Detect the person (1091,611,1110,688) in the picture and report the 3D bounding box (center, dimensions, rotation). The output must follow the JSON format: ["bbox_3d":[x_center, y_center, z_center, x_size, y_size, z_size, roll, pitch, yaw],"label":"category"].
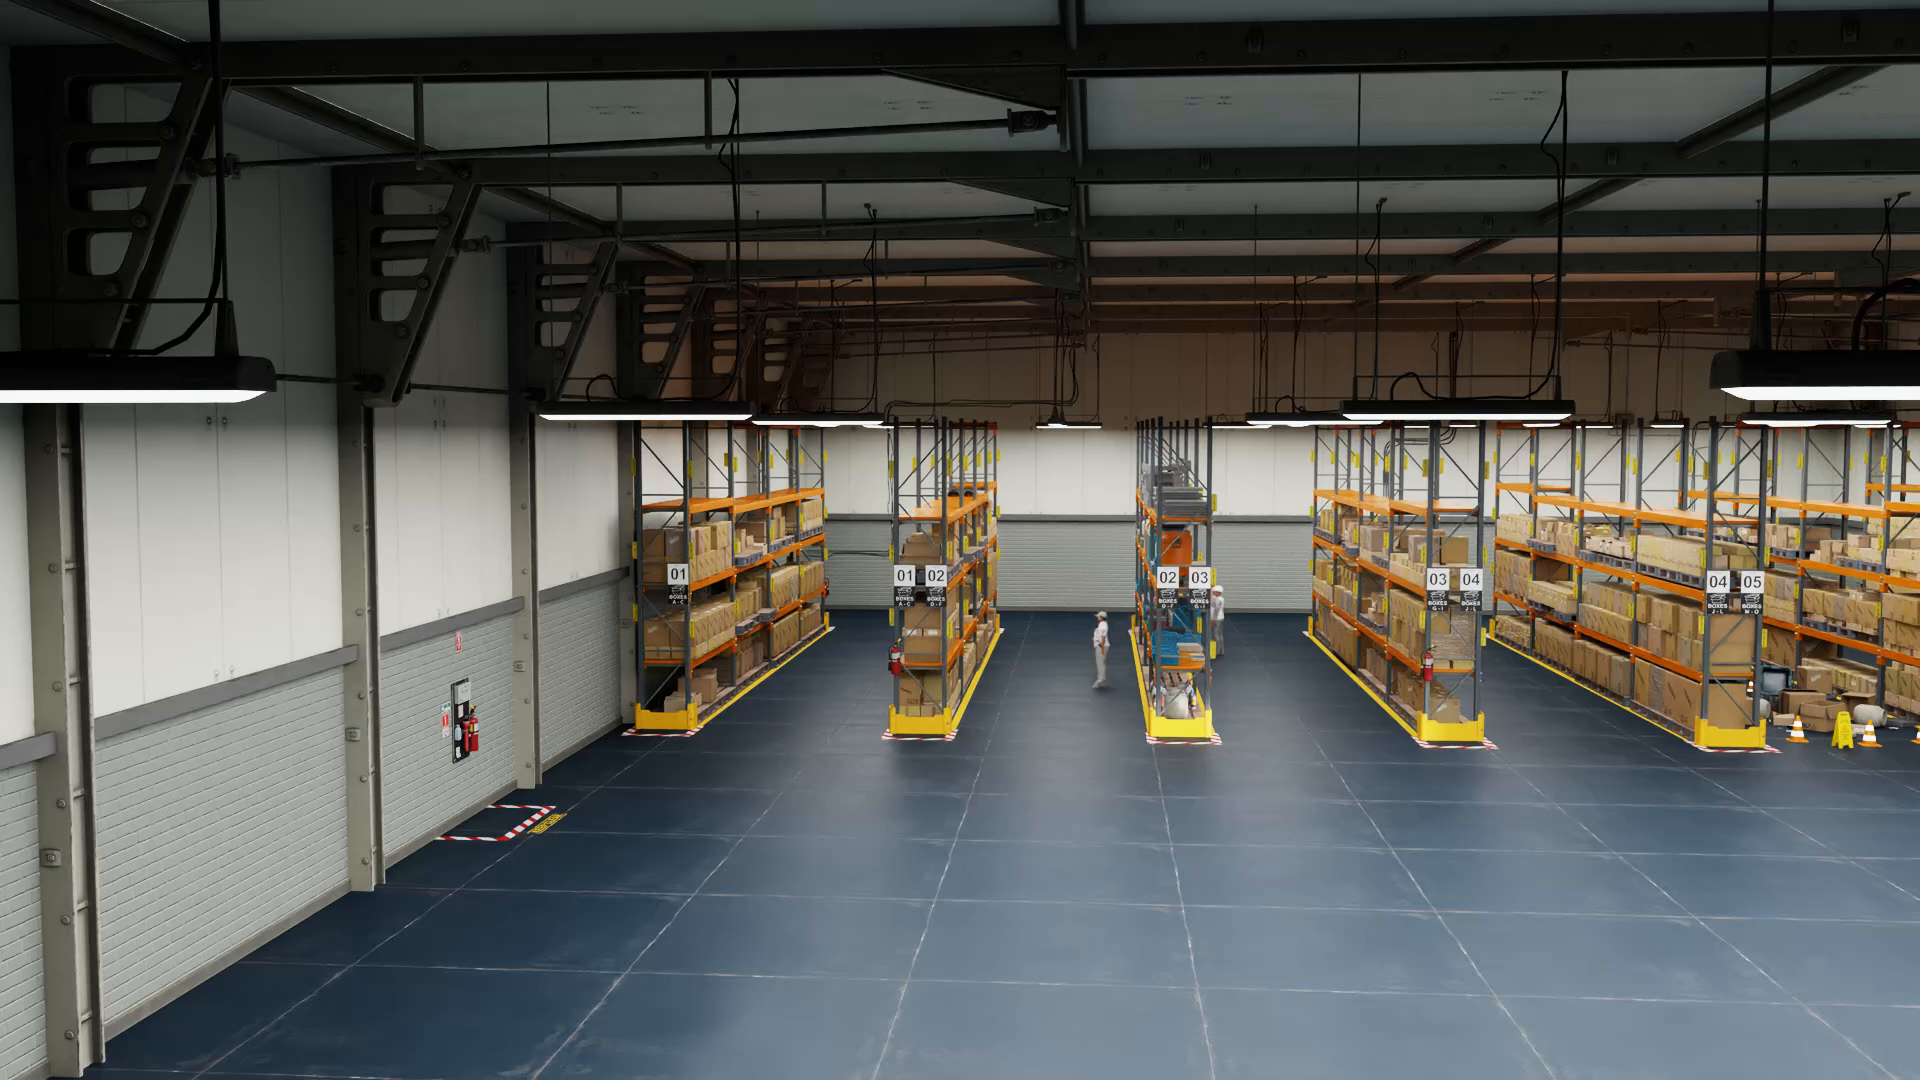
[{"bbox_3d":[3.156,2.456,37.459,0.438,1.673,0.597,0,4,0],"label":"person"}]

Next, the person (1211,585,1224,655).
[{"bbox_3d":[6.570,2.050,42.620,0.385,1.778,0.549,1,4,21],"label":"person"}]
